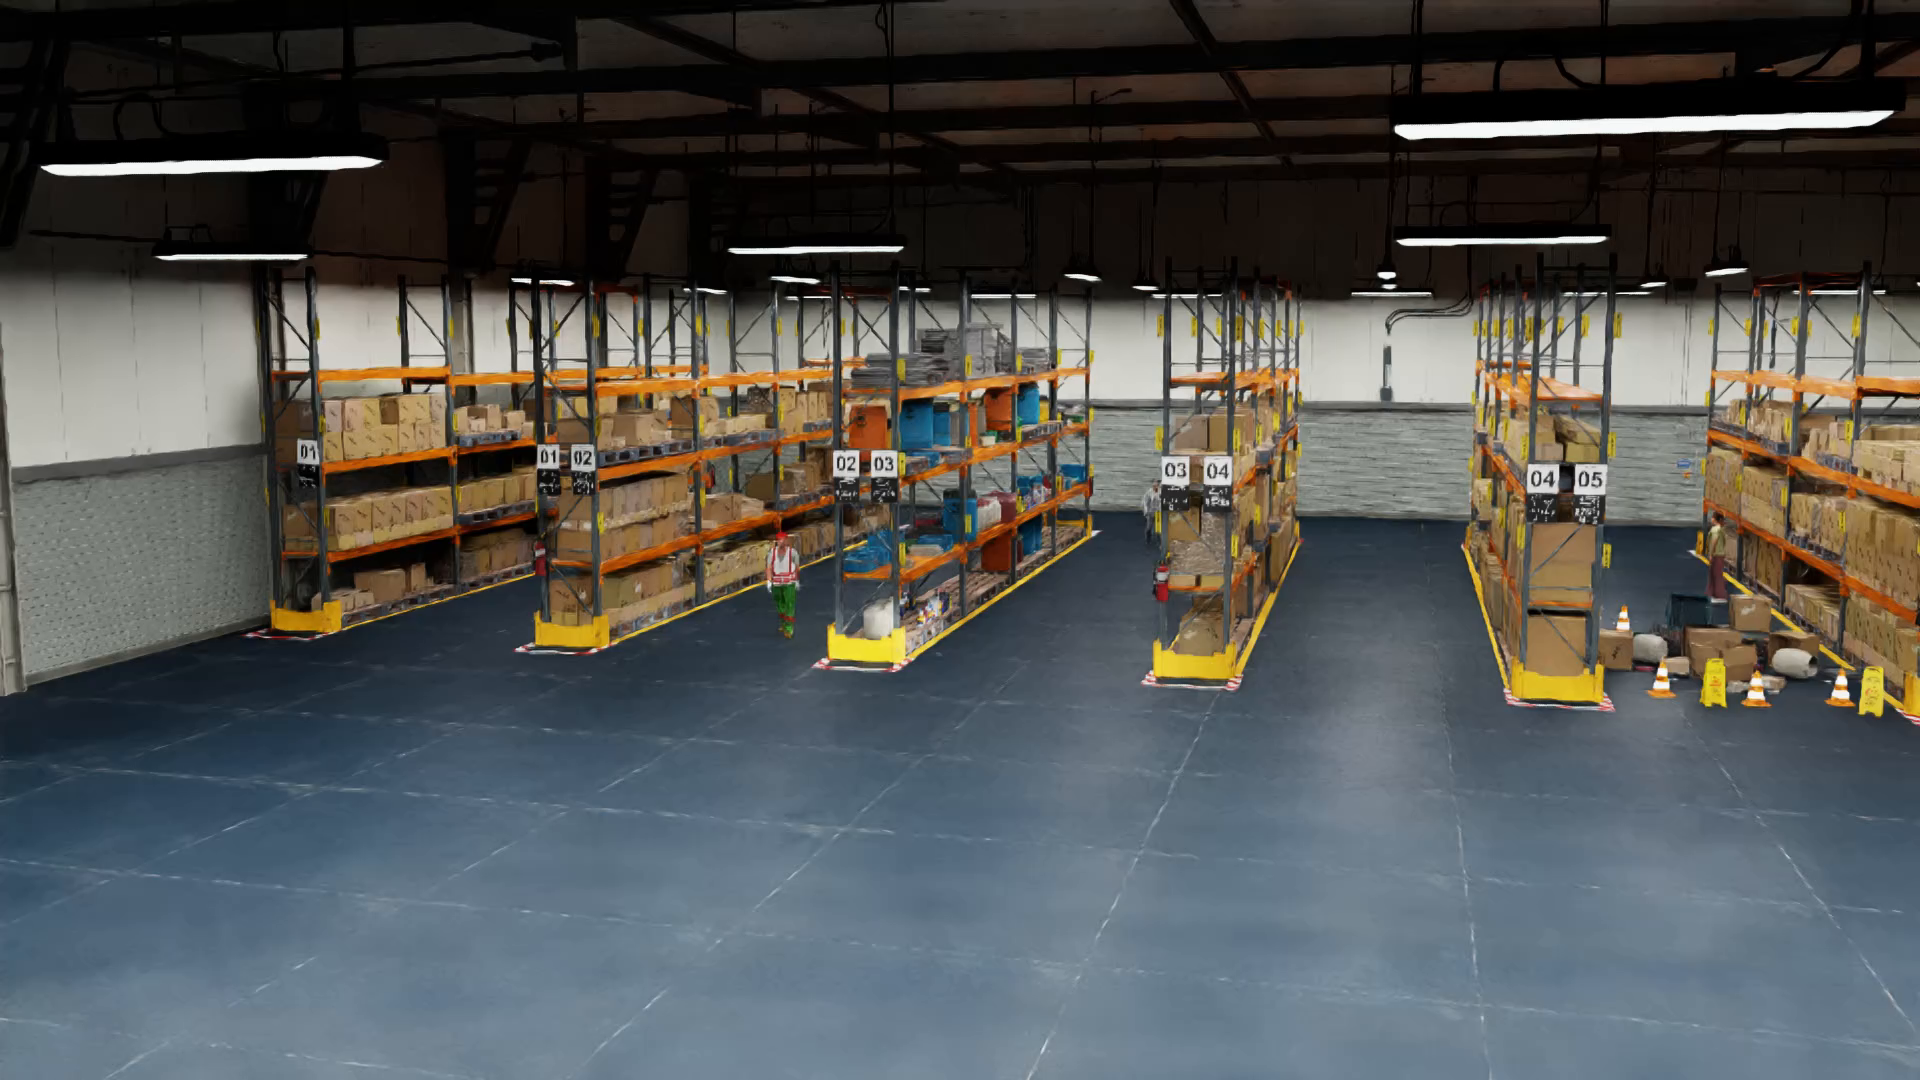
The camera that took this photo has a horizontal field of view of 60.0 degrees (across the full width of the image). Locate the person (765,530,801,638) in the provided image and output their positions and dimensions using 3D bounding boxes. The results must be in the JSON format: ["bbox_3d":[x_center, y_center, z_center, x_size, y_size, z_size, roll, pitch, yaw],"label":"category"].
[{"bbox_3d":[-2.900,0.700,27.117,0.526,1.728,1.031,1,7,6],"label":"person"}]

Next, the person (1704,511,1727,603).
[{"bbox_3d":[13.855,0.288,30.554,0.580,1.666,0.571,5,9,36],"label":"person"}]

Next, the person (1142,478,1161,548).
[{"bbox_3d":[4.472,-0.619,38.027,0.639,1.632,0.498,2,7,12],"label":"person"}]
